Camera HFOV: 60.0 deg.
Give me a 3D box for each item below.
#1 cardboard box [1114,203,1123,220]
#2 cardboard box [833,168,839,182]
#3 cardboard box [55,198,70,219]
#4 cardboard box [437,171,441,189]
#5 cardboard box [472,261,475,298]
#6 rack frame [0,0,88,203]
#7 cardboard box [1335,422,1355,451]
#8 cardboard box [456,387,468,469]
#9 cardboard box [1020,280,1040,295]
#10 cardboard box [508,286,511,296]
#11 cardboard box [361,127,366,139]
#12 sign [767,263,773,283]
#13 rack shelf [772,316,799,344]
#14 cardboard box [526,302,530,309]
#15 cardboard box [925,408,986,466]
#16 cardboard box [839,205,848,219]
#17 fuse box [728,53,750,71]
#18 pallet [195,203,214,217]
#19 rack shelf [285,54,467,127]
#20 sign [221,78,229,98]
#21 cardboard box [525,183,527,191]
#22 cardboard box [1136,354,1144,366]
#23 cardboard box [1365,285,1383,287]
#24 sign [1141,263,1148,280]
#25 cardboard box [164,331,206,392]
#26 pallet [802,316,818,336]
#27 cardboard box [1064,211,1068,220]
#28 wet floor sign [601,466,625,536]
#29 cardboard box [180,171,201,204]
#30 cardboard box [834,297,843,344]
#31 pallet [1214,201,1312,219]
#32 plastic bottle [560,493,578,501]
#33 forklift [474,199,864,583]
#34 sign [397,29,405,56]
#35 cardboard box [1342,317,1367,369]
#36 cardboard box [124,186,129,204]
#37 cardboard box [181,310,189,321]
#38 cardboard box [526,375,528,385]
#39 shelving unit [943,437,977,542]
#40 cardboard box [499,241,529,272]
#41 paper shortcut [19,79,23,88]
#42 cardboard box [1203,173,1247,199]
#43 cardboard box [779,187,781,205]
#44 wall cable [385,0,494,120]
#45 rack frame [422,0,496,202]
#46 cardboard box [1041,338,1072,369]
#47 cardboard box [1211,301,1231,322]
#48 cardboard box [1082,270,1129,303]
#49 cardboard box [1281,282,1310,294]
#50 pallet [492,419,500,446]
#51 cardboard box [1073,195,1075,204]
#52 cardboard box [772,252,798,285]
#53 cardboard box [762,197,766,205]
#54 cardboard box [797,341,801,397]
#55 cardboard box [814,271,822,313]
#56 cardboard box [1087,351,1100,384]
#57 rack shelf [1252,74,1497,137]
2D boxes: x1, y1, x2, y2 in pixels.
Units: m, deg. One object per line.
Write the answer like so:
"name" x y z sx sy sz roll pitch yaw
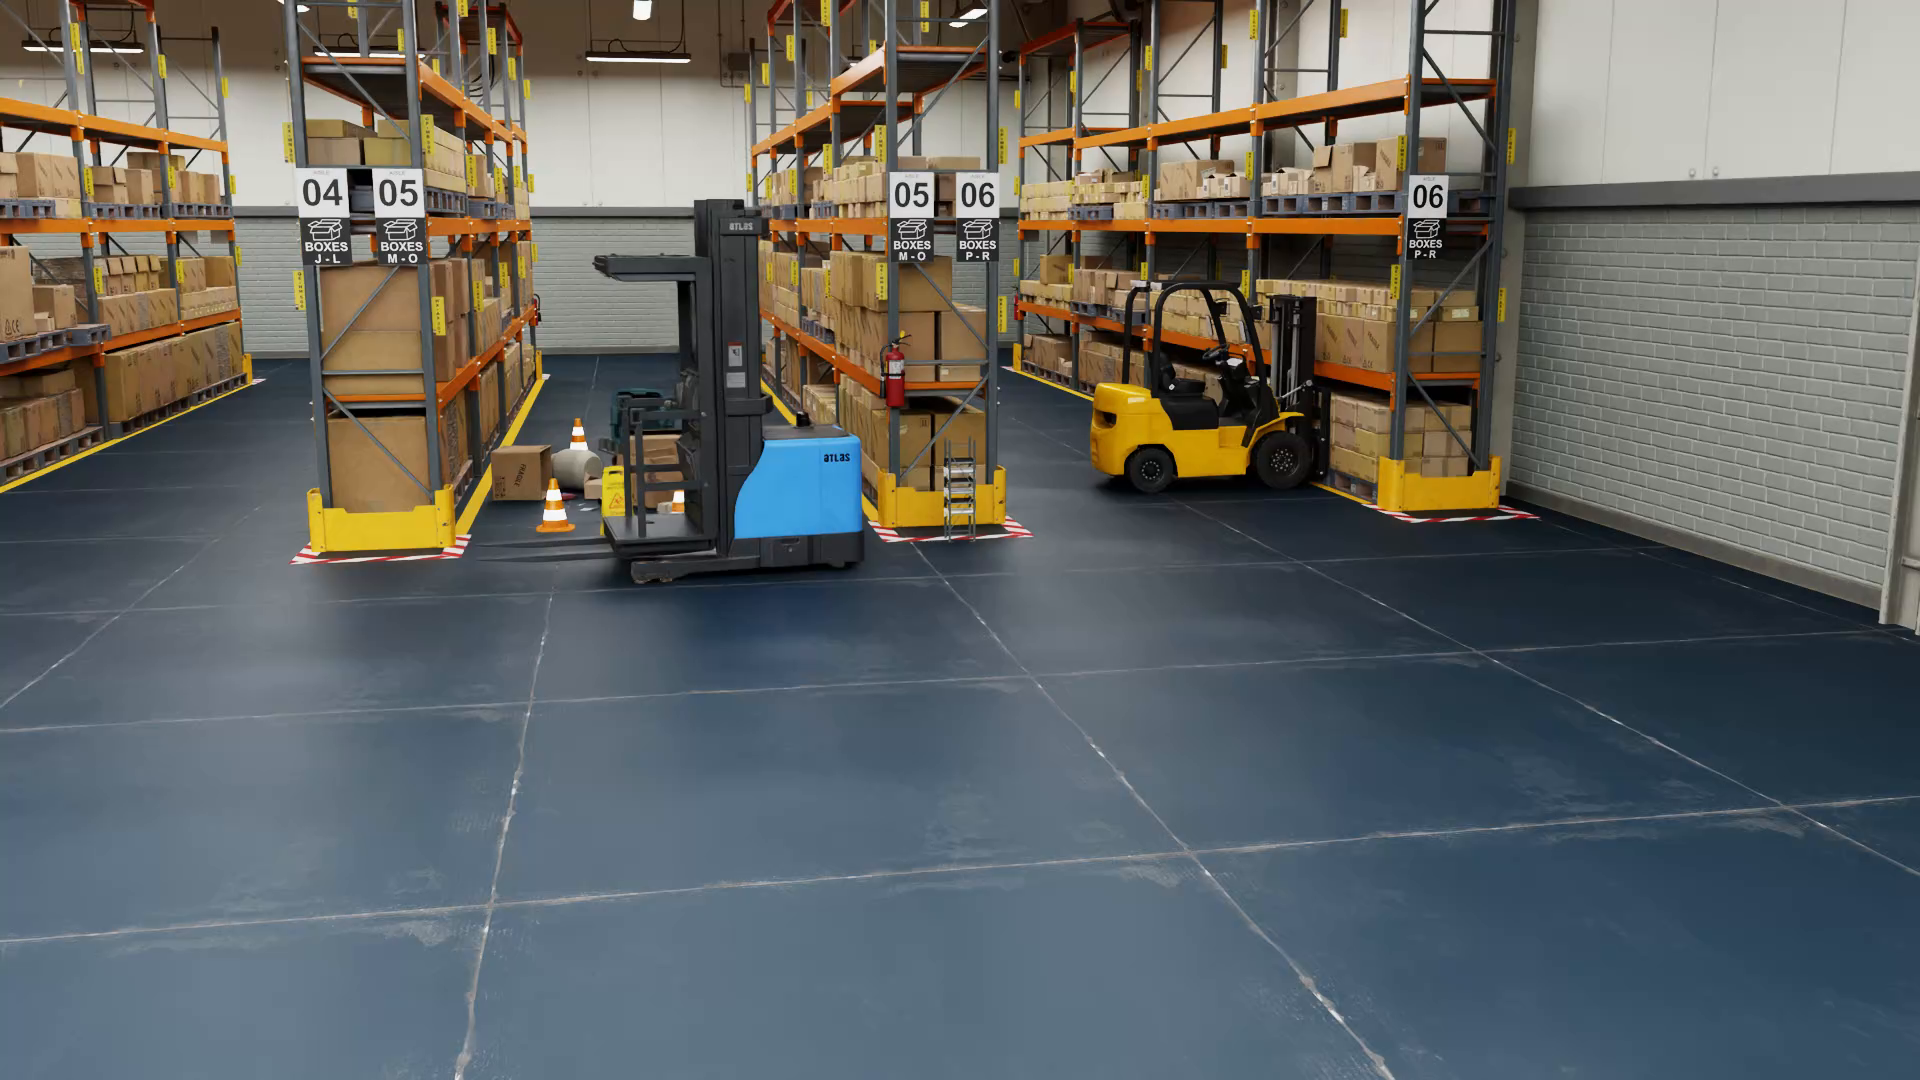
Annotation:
"cardboard box" 2.622 -4.942 25.016 0.500 0.250 0.500 -2 11 -11
"cardboard box" -1.193 -4.030 18.364 0.380 0.149 0.250 -2 11 -12
"cardboard box" -10.990 -3.962 19.869 0.500 0.250 0.500 -2 11 -11
"cardboard box" -4.893 -3.245 14.981 0.380 0.149 0.250 -2 11 -11
"cardboard box" -6.169 -3.070 19.862 0.700 0.500 0.500 -2 11 -12
"rack frame" -11.433 -5.678 20.461 1.000 3.000 0.127 -2 11 -11
"cardboard box" 4.224 -1.077 17.224 0.500 0.250 0.500 -2 11 -12
"cardboard box" -5.716 -1.204 17.558 0.875 0.875 0.875 -2 11 -10
"cardboard box" 1.424 -4.719 31.074 0.500 0.250 0.500 -2 11 -11
"cardboard box" -7.055 -3.790 25.338 0.380 0.149 0.250 -2 11 -9
"cardboard box" -5.587 -3.658 15.021 0.380 0.149 0.250 -2 11 -11
"sign" -3.034 -4.269 26.574 0.100 0.325 0.005 -2 11 -11
"rack shelf" -2.101 -3.105 24.910 1.077 0.370 4.000 -2 11 -11
"cardboard box" -7.616 -4.049 28.618 0.380 0.149 0.250 -2 11 -9
"cardboard box" -0.047 -1.010 16.207 0.500 0.500 0.500 -3 11 -13
"cardboard box" -1.121 -3.592 18.193 0.380 0.149 0.250 -2 11 -11
"fuse box" -4.631 -10.097 35.119 0.513 0.334 0.176 -2 11 -11
"pallet" -12.594 -5.268 26.568 1.003 0.211 1.213 -2 11 -11
"rack shelf" -5.381 -4.190 15.635 1.077 0.370 4.000 -2 11 -11
"sign" -12.454 -7.660 28.165 0.100 0.325 0.005 -2 11 -11
"cardboard box" -7.751 -6.151 28.967 0.380 0.149 0.250 -2 11 -12
"cardboard box" 2.811 -2.651 24.429 0.380 0.149 0.250 -3 11 -14
"cardboard box" 4.583 -2.673 17.921 0.380 0.149 0.250 -2 11 -11
"sign" 2.625 -3.781 23.654 0.100 0.325 0.005 -2 11 -11
"cardboard box" -12.261 -2.751 25.687 0.875 0.875 0.875 -2 11 -11
"pallet" -1.469 -2.870 22.267 1.213 0.211 1.003 -2 11 -11
"cardboard box" 1.974 -5.456 27.992 0.380 0.149 0.250 -2 11 -11
"wet floor sign" -3.044 -0.336 14.734 0.267 0.644 0.232 -4 12 -21
"cardboard box" -12.485 -5.584 26.331 0.700 0.500 0.500 -2 11 -9
"cardboard box" -1.122 -2.462 18.547 0.500 0.500 0.500 -2 11 -11
"pallet" 3.750 -4.080 20.598 0.805 0.209 1.217 -3 11 -13
"plastic bottle" -4.024 -0.437 16.830 0.283 0.061 0.133 -6 13 -31
"forklift" -2.354 -1.212 13.226 3.031 2.935 1.130 -3 11 -17
"sign" -7.078 -6.316 21.104 0.100 0.325 0.005 -2 11 -11
"cardboard box" 4.267 -2.031 17.075 0.500 0.500 0.500 -2 11 -9
"cardboard box" -12.086 -4.896 23.491 0.500 0.311 0.500 -3 11 -13
"cardboard box" -11.942 -3.407 25.249 0.380 0.149 0.250 -2 11 -11
"cardboard box" -7.133 -2.559 26.623 0.380 0.149 0.250 -2 11 -9
"shelving unit" -0.002 -0.444 14.620 0.258 0.900 0.210 -2 11 -11
"cardboard box" -7.563 -4.784 28.070 0.500 0.500 0.500 -2 11 -8
"paper shortcut" -12.205 -5.970 21.620 0.009 0.170 0.078 9 -22 -13
"cardboard box" 3.405 -4.489 21.083 0.500 0.311 0.500 -3 11 -13
"cardboard box" -2.478 -5.091 24.635 0.396 0.266 0.258 -1 11 -6
"wall cable" -10.708 -9.888 33.977 2.277 5.999 0.120 -2 11 -11
"rack frame" -6.548 -5.840 21.312 1.000 3.000 0.127 -2 11 -11
"cardboard box" 1.759 -3.344 29.804 0.500 0.500 0.500 -2 11 -10
"cardboard box" 3.480 -2.886 20.899 0.500 0.250 0.500 -2 11 -12
"cardboard box" 2.353 -4.070 26.666 0.700 0.500 0.500 -2 11 -10
"cardboard box" 3.852 -2.841 18.805 0.380 0.149 0.250 -2 11 -10
"pallet" -6.469 -1.376 21.359 1.003 0.211 1.213 -2 11 -11
"cardboard box" 2.046 -5.542 27.053 0.380 0.149 0.250 -2 11 -10
"cardboard box" -2.687 -4.274 26.188 0.500 0.500 0.500 -2 11 -10
"cardboard box" -3.282 -5.956 29.226 0.380 0.149 0.250 -2 11 -9
"cardboard box" -1.934 -2.547 24.617 0.875 0.875 0.875 -2 11 -10
"cardboard box" -1.544 -3.117 20.867 0.500 0.500 0.500 -3 11 -13
"cardboard box" 2.364 -2.790 26.896 0.500 0.500 0.500 -2 11 -12
"rack shelf" 4.323 -4.569 17.630 1.077 0.370 4.000 -2 11 -11
